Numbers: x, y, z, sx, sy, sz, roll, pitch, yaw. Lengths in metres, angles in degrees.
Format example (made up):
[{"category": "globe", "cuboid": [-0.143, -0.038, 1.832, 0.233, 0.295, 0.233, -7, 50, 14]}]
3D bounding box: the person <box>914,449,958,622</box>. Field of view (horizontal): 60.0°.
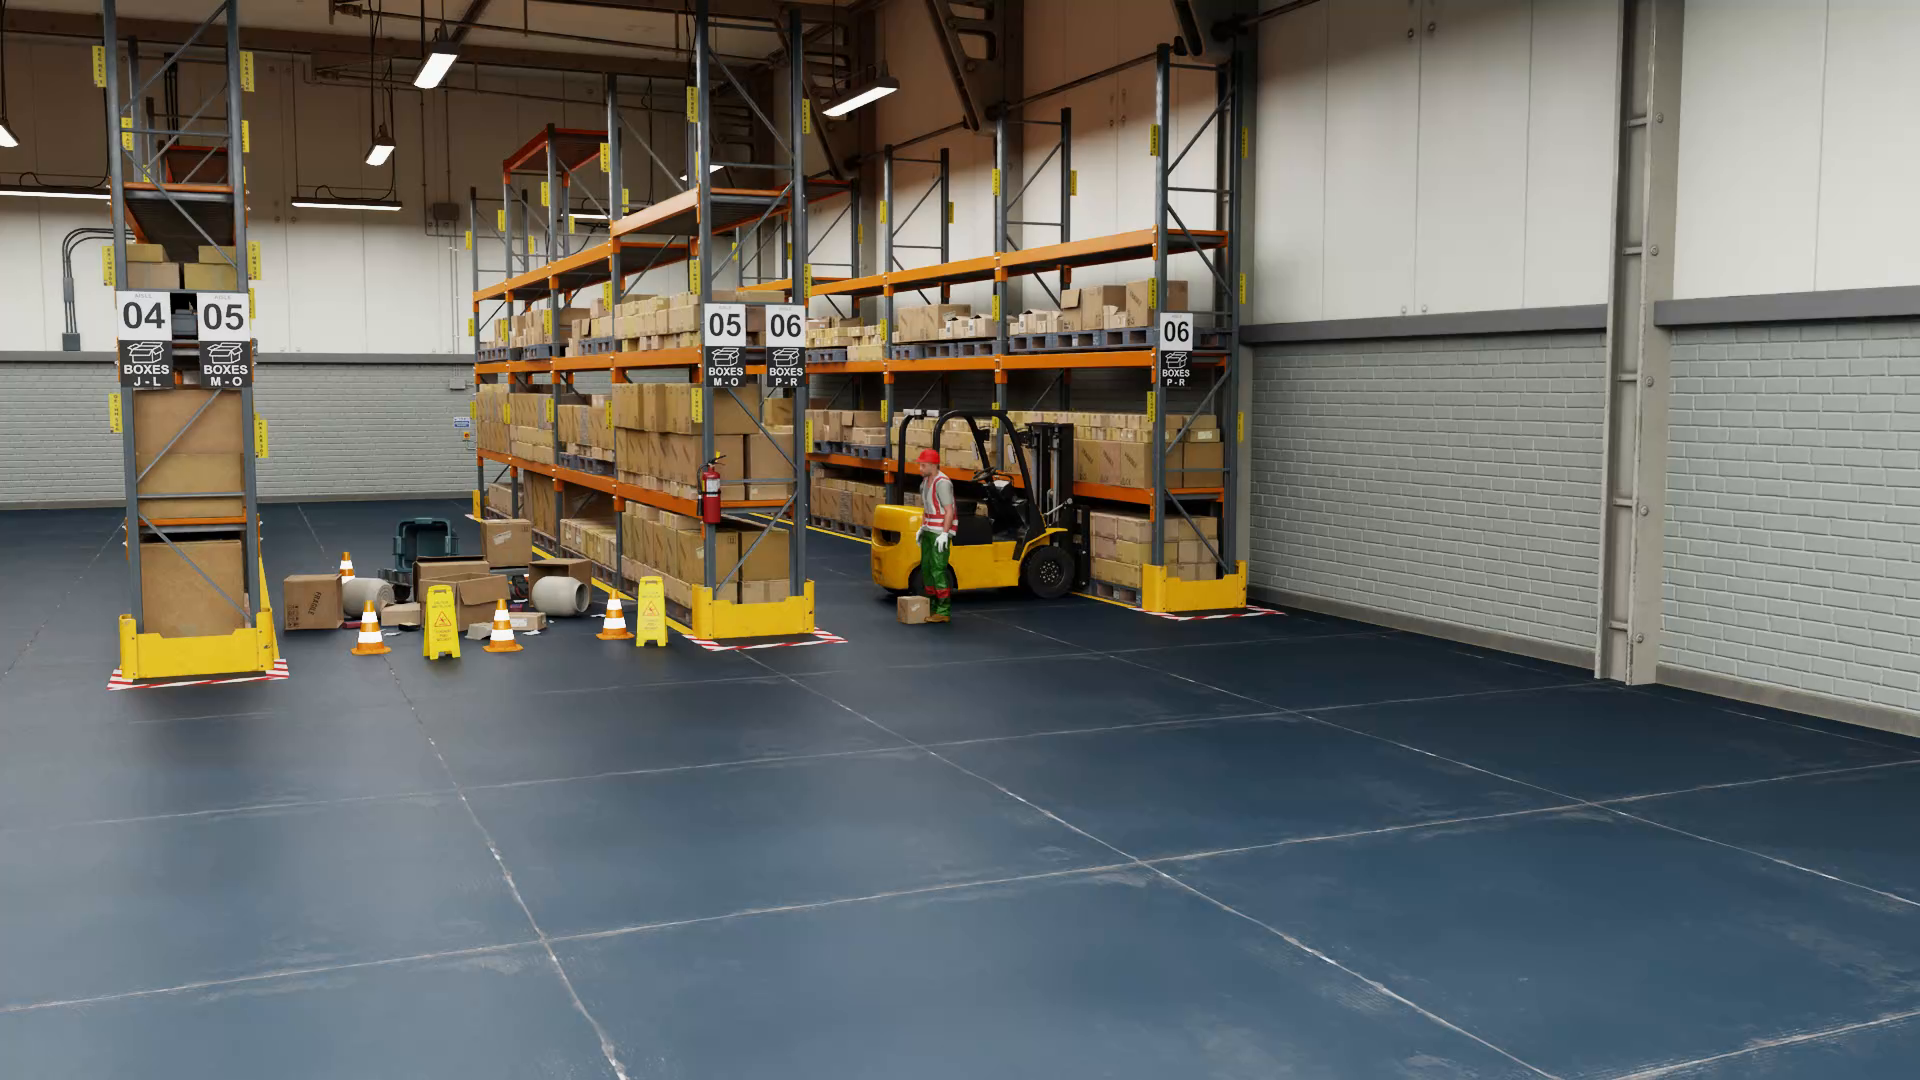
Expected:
[{"category": "person", "cuboid": [-0.270, -0.049, 17.146, 0.453, 1.779, 0.621, -3, 6, -25]}]
